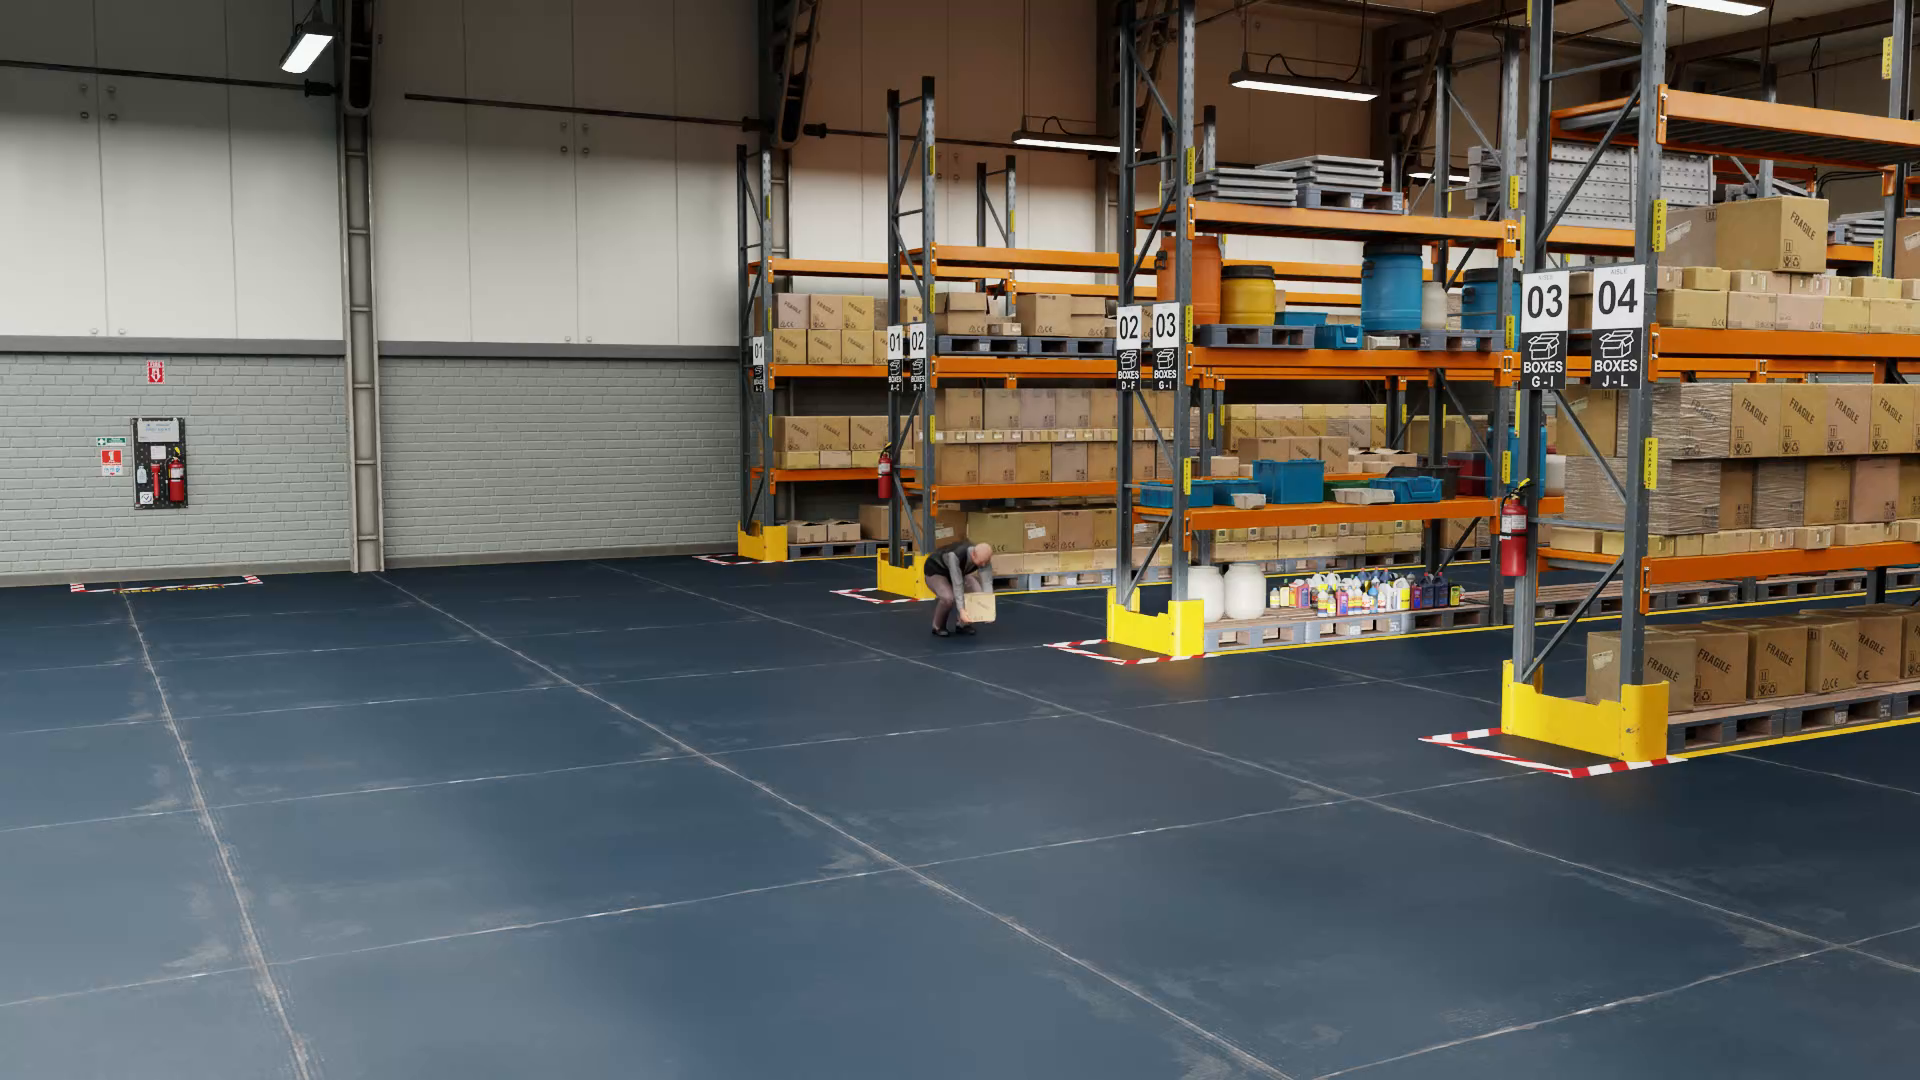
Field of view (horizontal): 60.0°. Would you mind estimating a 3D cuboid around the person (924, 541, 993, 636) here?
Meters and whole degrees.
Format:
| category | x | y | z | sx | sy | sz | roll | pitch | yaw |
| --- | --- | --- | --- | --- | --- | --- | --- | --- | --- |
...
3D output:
| category | x | y | z | sx | sy | sz | roll | pitch | yaw |
| --- | --- | --- | --- | --- | --- | --- | --- | --- | --- |
| person | 0.011 | 0.479 | 16.376 | 0.518 | 0.947 | 0.922 | -3 | 6 | -31 |
